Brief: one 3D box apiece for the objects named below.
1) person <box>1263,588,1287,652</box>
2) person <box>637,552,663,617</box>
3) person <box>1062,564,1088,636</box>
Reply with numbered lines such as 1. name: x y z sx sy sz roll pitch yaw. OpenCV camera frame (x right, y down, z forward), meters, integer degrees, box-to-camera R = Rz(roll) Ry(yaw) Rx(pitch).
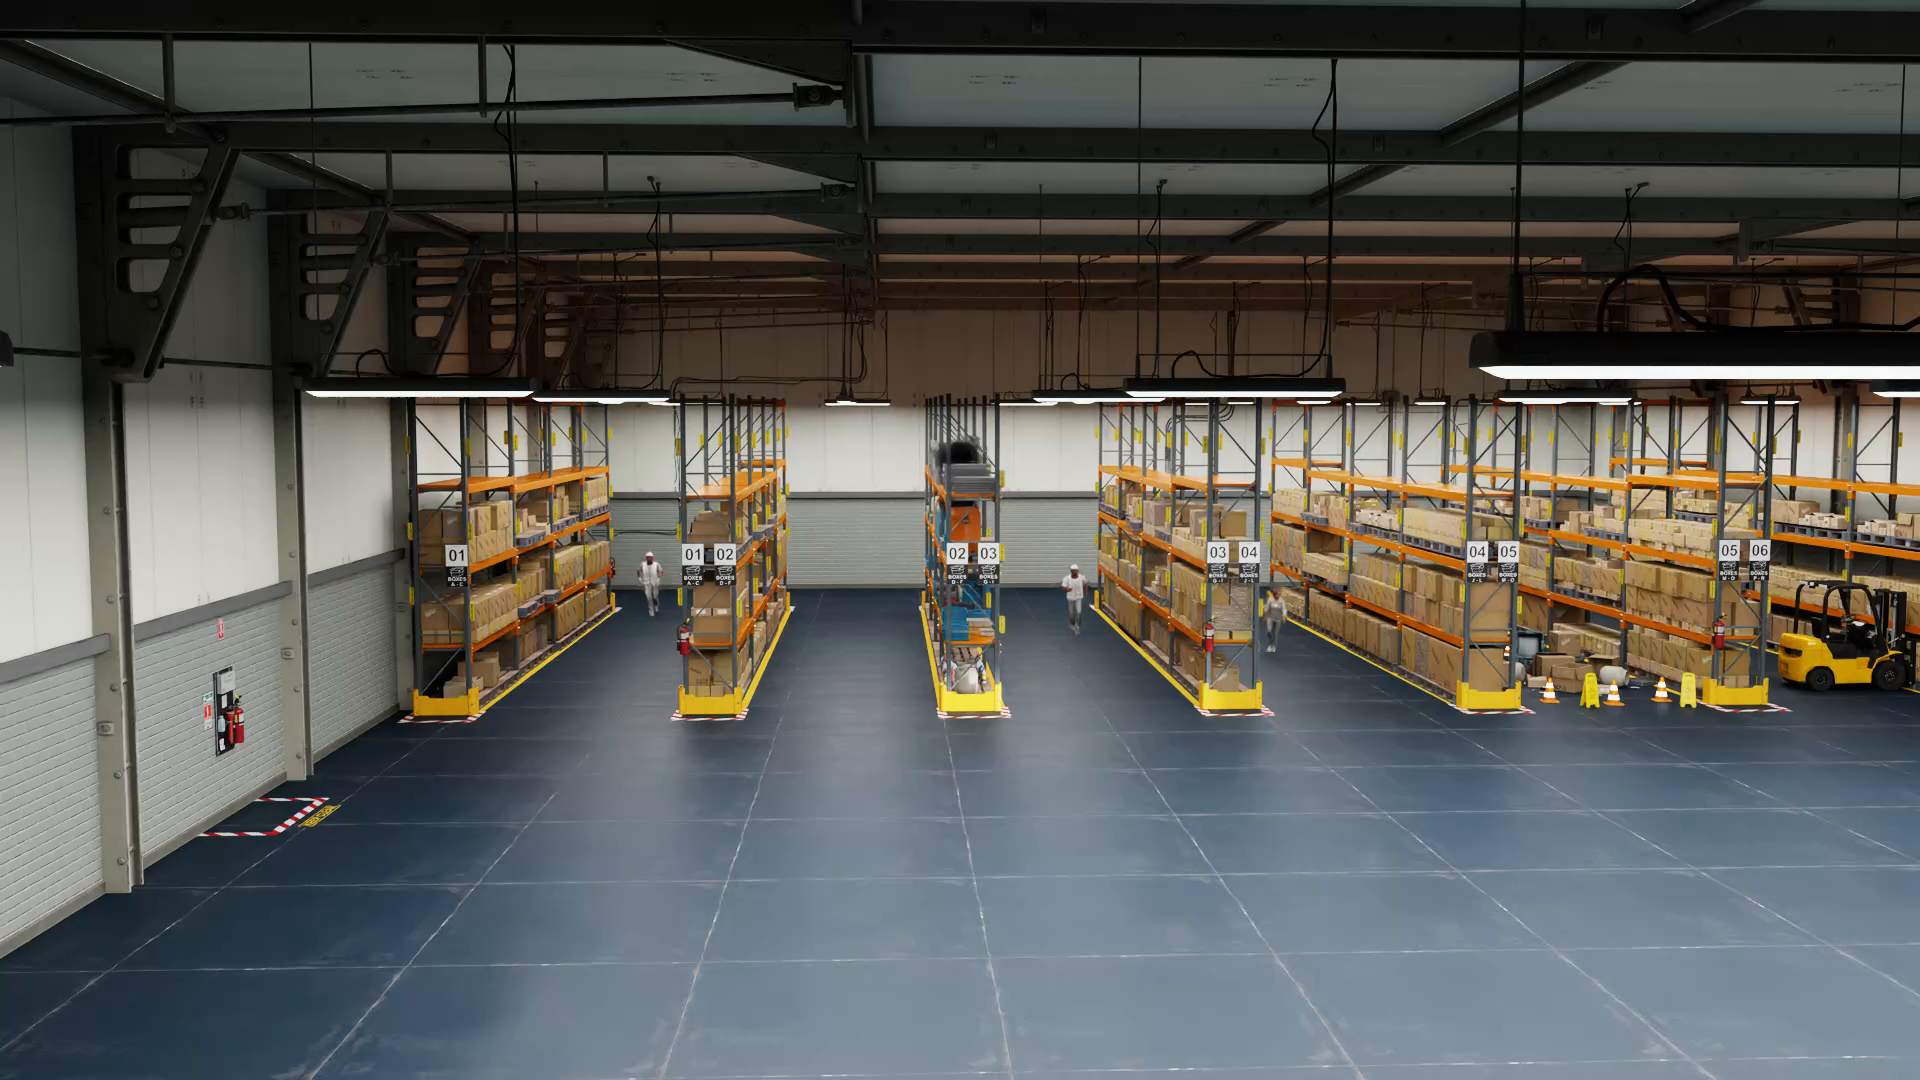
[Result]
1. person: 7.364 1.873 38.851 0.525 1.531 0.731 1 5 6
2. person: -8.583 1.217 46.031 0.725 1.765 0.752 -1 5 -8
3. person: 2.916 1.517 42.165 0.673 1.812 0.828 0 5 4
